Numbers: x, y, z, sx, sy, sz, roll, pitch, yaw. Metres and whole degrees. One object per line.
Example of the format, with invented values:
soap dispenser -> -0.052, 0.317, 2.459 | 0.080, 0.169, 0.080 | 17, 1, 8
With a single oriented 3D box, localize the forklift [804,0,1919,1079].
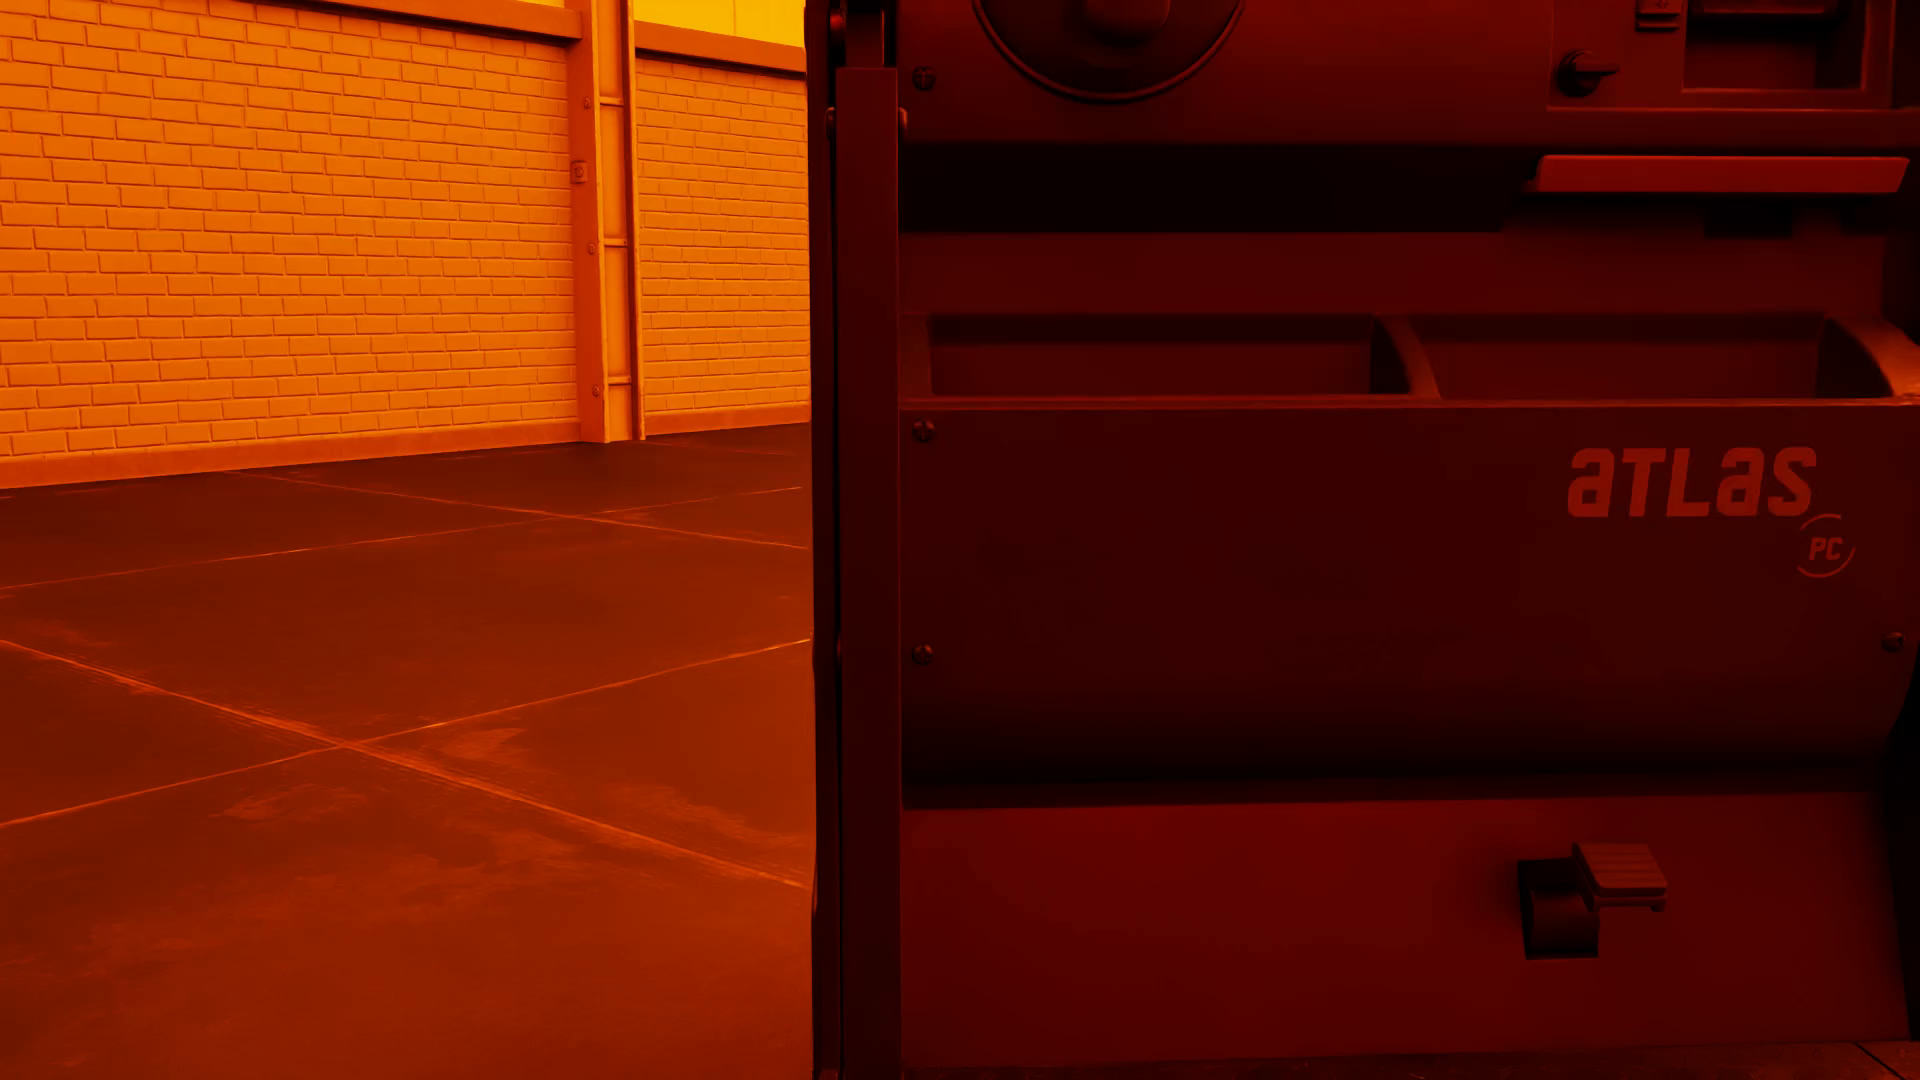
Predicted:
forklift -> 0.422, -0.576, 1.218 | 1.130, 2.935, 3.031 | -1, 8, -3
